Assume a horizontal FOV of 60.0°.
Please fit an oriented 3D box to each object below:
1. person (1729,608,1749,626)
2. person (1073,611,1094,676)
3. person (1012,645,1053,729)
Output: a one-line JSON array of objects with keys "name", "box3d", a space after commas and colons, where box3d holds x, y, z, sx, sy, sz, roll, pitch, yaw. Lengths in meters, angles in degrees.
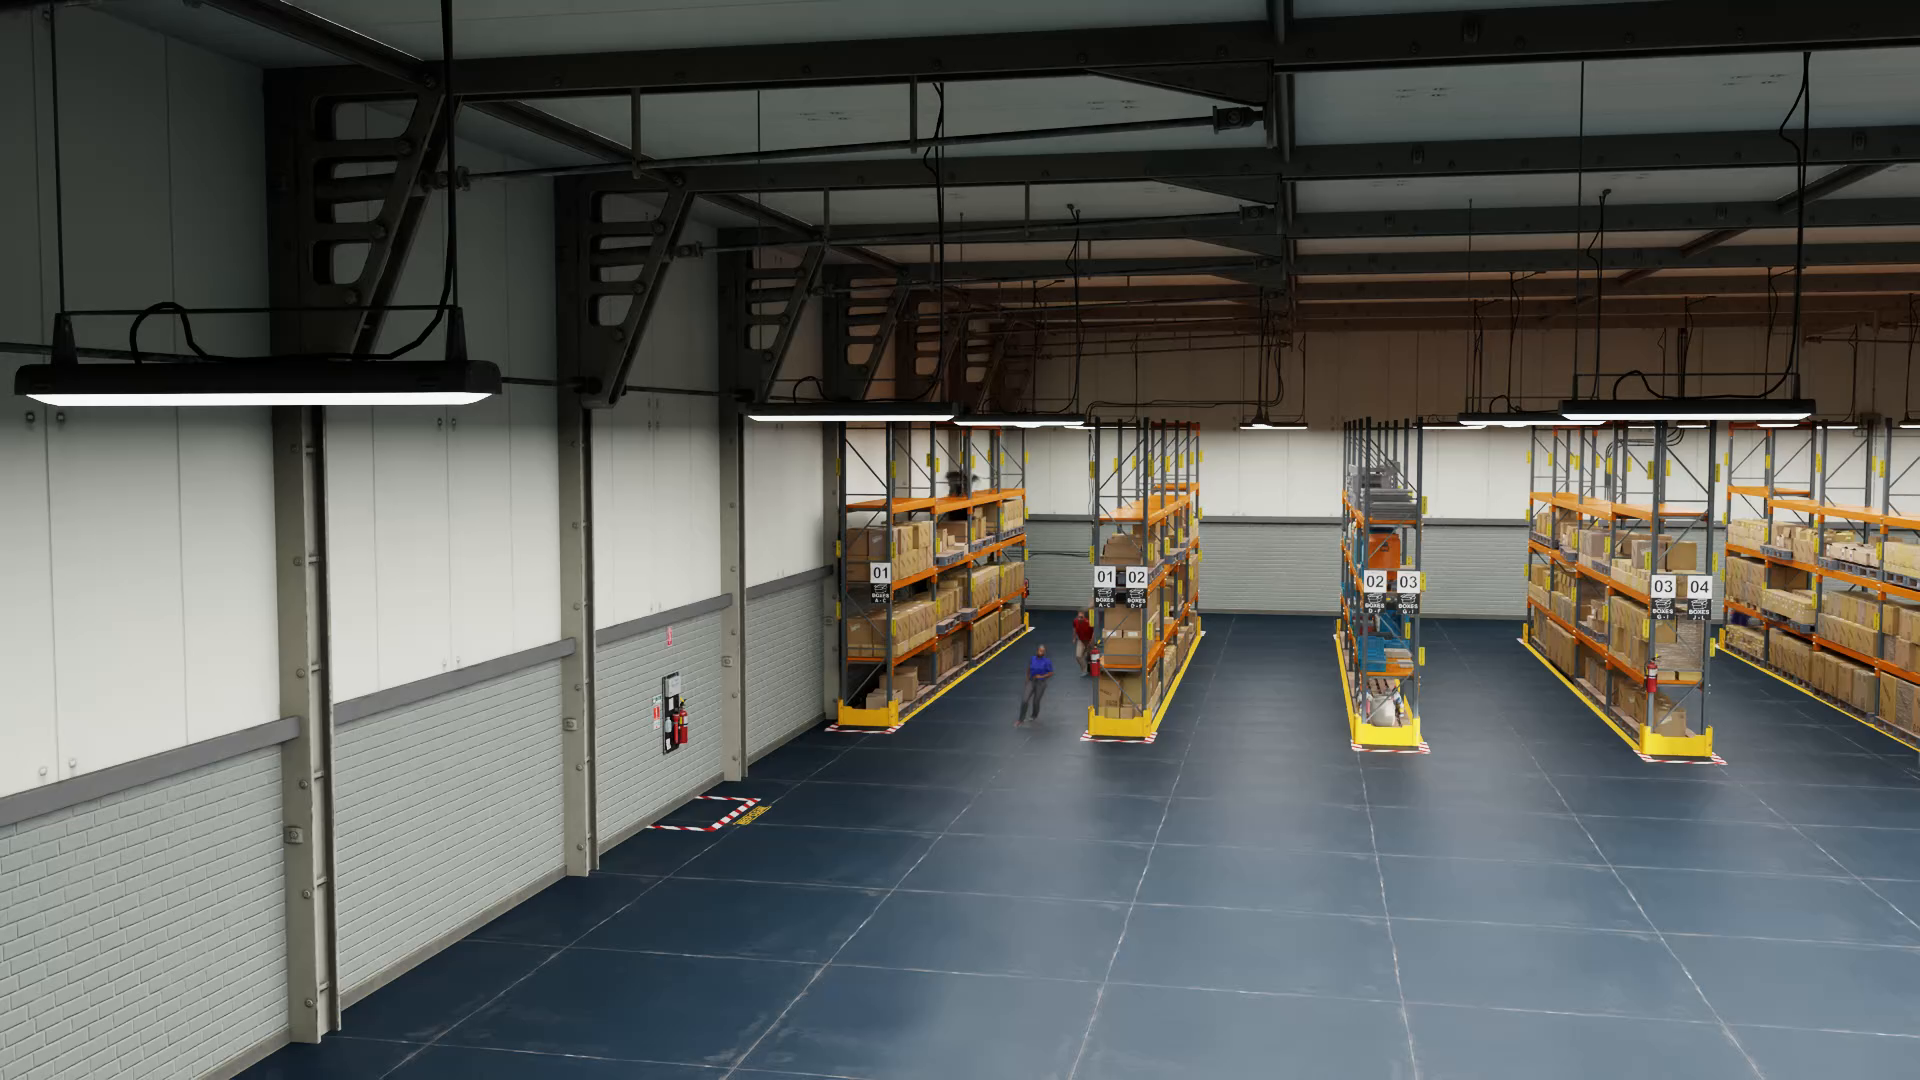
[{"name": "person", "box3d": [21.196, 2.059, 45.352, 0.777, 1.470, 0.625, -1, 4, -21]}, {"name": "person", "box3d": [2.994, 2.419, 39.170, 0.660, 1.557, 1.008, 2, 4, 24]}, {"name": "person", "box3d": [1.469, 2.824, 32.346, 0.761, 1.620, 0.727, 1, 4, 16]}]
